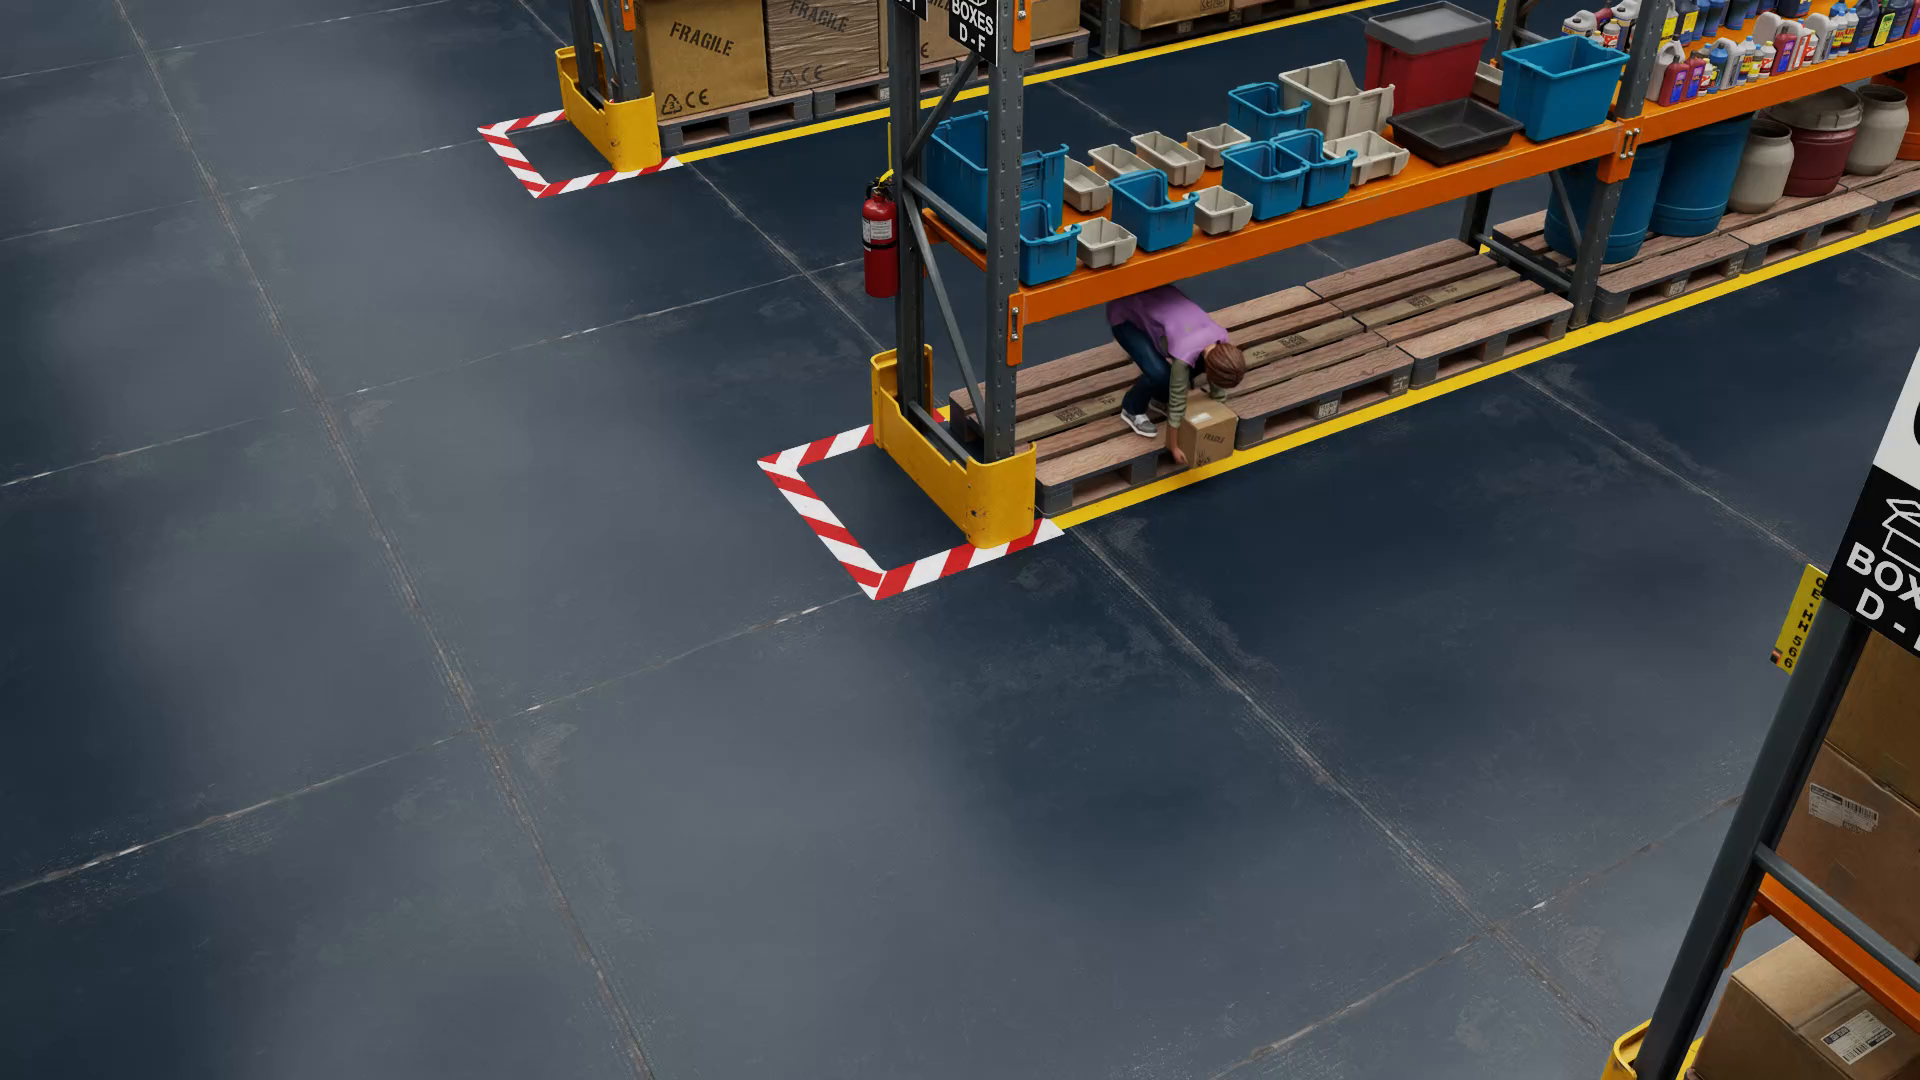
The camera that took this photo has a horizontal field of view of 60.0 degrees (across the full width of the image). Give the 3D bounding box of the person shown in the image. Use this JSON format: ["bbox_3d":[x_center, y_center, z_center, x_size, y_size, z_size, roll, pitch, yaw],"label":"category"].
[{"bbox_3d":[1.091,-0.869,8.423,0.423,0.811,0.866,-25,44,-29],"label":"person"}]
